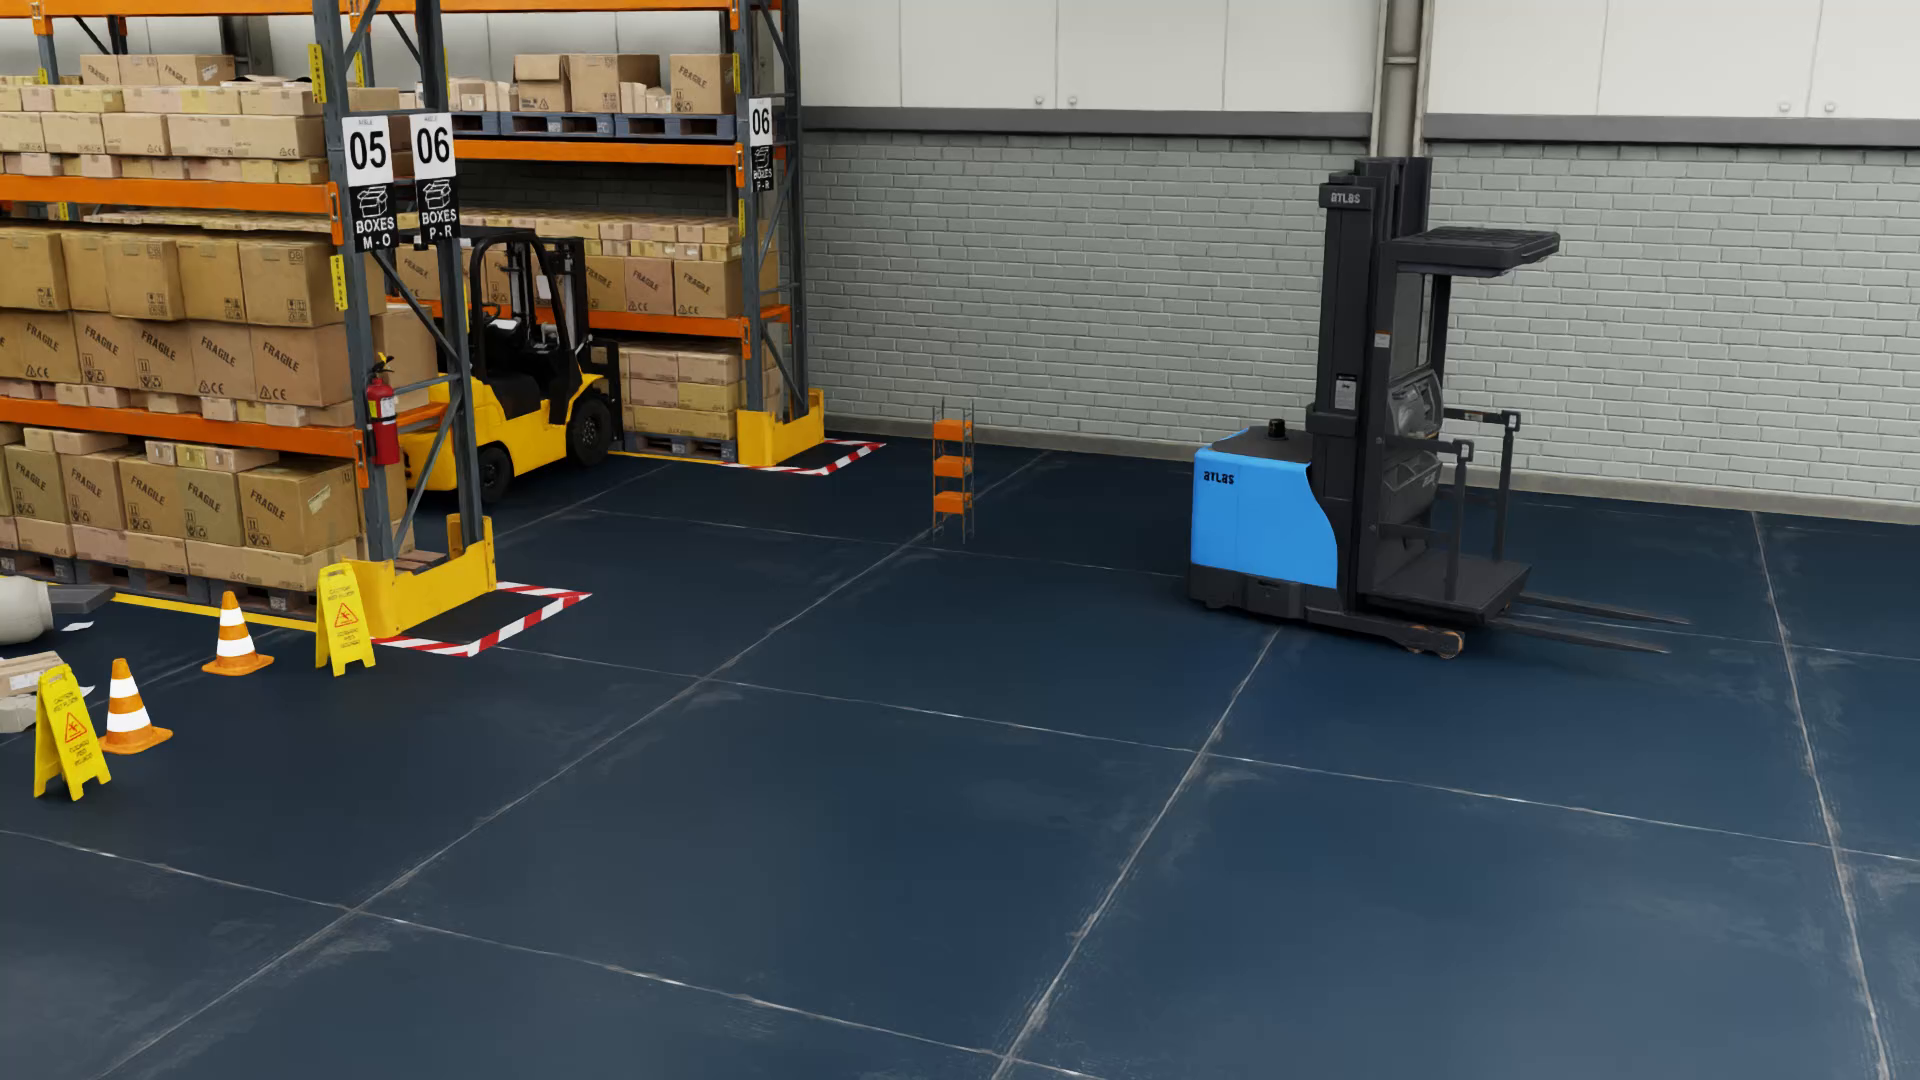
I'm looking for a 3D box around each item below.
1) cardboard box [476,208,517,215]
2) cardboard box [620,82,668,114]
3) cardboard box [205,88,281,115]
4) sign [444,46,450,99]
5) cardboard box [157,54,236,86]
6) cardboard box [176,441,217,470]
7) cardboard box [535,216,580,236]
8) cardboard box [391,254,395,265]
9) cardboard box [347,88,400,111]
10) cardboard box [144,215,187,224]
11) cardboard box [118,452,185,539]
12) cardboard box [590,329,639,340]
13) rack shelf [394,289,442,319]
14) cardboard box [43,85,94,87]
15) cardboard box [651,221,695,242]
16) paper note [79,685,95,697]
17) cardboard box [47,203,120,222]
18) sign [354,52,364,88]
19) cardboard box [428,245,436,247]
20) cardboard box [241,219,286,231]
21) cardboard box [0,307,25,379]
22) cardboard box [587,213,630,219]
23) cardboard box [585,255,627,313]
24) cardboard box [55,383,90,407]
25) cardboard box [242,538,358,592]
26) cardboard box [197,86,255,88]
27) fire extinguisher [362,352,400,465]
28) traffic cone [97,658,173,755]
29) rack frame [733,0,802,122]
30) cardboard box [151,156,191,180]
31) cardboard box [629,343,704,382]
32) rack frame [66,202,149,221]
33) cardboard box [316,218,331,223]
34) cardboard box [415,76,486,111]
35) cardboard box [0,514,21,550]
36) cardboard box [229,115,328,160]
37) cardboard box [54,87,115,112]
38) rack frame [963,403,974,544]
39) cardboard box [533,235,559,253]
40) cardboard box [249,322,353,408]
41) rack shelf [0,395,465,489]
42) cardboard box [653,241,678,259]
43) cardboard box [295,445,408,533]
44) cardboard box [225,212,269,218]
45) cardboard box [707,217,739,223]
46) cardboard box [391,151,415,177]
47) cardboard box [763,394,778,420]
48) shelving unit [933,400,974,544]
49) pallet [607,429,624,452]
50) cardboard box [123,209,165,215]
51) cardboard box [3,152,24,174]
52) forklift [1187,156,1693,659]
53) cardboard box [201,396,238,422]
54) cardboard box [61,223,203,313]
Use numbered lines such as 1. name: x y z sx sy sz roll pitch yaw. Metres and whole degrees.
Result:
1. cardboard box: -4.520 -3.158 16.297 0.250 0.149 0.380 6 17 20
2. cardboard box: -2.794 -3.919 14.721 0.258 0.266 0.396 6 17 21
3. cardboard box: -4.386 -2.692 10.206 0.250 0.149 0.380 6 17 20
4. sign: -3.295 -2.975 10.591 0.005 0.325 0.100 6 17 21
5. cardboard box: -7.586 -4.576 16.565 0.500 0.500 0.500 7 17 22
6. cardboard box: -4.933 -0.587 10.987 0.250 0.149 0.380 7 17 22
7. cardboard box: -3.743 -2.931 15.514 0.250 0.149 0.380 6 17 21
8. cardboard box: -5.947 -2.822 16.388 0.500 0.250 0.500 6 17 19
9. cardboard box: -3.749 -2.766 10.460 0.250 0.149 0.380 6 17 20
10. cardboard box: -8.184 -3.260 17.180 0.250 0.149 0.380 6 17 21
11. cardboard box: -5.288 -0.335 11.281 0.500 0.500 0.500 6 17 19
12. cardboard box: -3.455 -1.879 16.152 0.500 0.250 0.500 6 17 20
13. rack shelf: -7.257 -2.530 17.297 4.000 0.370 1.077 6 17 21
14. cardboard box: -6.071 -3.061 11.476 0.250 0.149 0.380 7 18 22
15. cardboard box: -2.580 -2.783 15.002 0.250 0.149 0.380 7 17 22
16. paper note: -5.103 0.872 9.616 0.142 0.019 0.148 0 16 1
17. cardboard box: -9.539 -3.422 18.150 0.500 0.500 0.500 7 18 23
18. sign: -5.587 -4.369 15.470 0.005 0.325 0.100 6 17 21
19. cardboard box: -4.955 -2.903 15.950 0.250 0.149 0.380 7 17 22
20. cardboard box: -6.996 -3.130 16.733 0.250 0.149 0.380 6 17 21
21. cardboard box: -6.432 -1.411 11.441 0.500 0.500 0.500 6 17 20
22. cardboard box: -3.338 -3.019 15.816 0.250 0.149 0.380 6 17 21
23. cardboard box: -3.186 -2.399 15.379 0.500 0.500 0.500 6 17 20
24. cardboard box: -5.853 -1.013 11.235 0.250 0.149 0.380 6 17 21
25. cardboard box: -4.367 0.130 11.024 0.500 0.250 0.500 6 17 20
26. cardboard box: -4.884 -2.922 11.000 0.250 0.149 0.380 7 18 22
27. fire extinguisher: -3.556 -0.805 10.206 0.183 0.674 0.296 6 17 21
28. traffic cone: -4.458 0.858 8.888 0.334 0.463 0.336 6 17 21
29. rack frame: -1.676 -5.142 14.246 0.127 3.000 1.000 6 17 21
30. cardboard box: -4.867 -2.367 10.516 0.250 0.149 0.380 6 17 20
31. cardboard box: -2.696 -1.640 15.326 0.500 0.250 0.500 7 17 22
32. rack frame: -9.118 -3.080 17.901 0.127 3.000 1.000 6 17 21
33. cardboard box: -6.353 -3.209 17.005 0.250 0.149 0.380 6 17 20
34. cardboard box: -4.712 -4.170 15.503 0.500 0.311 0.500 7 17 22
35. cardboard box: -6.765 -0.134 11.932 0.500 0.250 0.500 5 17 18
36. cardboard box: -4.068 -2.467 10.148 0.500 0.250 0.500 6 17 20
37. cardboard box: -5.565 -2.831 10.685 0.250 0.149 0.380 7 17 22
38. rack frame: 0.064 -0.497 12.503 0.008 1.050 0.200 6 17 21
39. cardboard box: -3.766 -2.766 15.478 0.250 0.149 0.380 6 17 19
40. cardboard box: -4.100 -1.148 10.536 0.500 0.500 0.500 6 17 20
41. rack shelf: -5.354 -0.833 11.452 4.000 0.370 1.077 6 17 21
42. cardboard box: -2.569 -2.644 15.060 0.250 0.149 0.380 7 17 22
43. cardboard box: -4.165 -0.371 11.406 0.500 0.500 0.500 6 17 19
44. cardboard box: -7.507 -3.360 17.526 0.250 0.149 0.380 6 17 20
45. cardboard box: -2.134 -2.897 15.395 0.250 0.149 0.380 7 18 23
46. cardboard box: -3.683 -2.412 10.671 0.250 0.149 0.380 6 17 21
47. cardboard box: -2.061 -1.243 15.755 0.500 0.250 0.500 6 17 21
48. shelving unit: -0.050 -0.510 12.546 0.252 1.050 0.215 6 17 21
49. pallet: -3.534 -1.115 16.135 1.213 0.211 1.003 6 17 21
50. cardboard box: -8.741 -3.458 17.863 0.250 0.149 0.380 7 18 22
51. cardboard box: -6.058 -2.503 10.985 0.250 0.149 0.380 6 17 19
52. forklift: 3.031 -0.850 10.346 3.031 2.935 1.130 10 19 32
53. cardboard box: -4.678 -0.883 10.786 0.250 0.149 0.380 7 17 22
54. cardboard box: -5.442 -1.806 11.010 0.500 0.500 0.700 6 17 20
